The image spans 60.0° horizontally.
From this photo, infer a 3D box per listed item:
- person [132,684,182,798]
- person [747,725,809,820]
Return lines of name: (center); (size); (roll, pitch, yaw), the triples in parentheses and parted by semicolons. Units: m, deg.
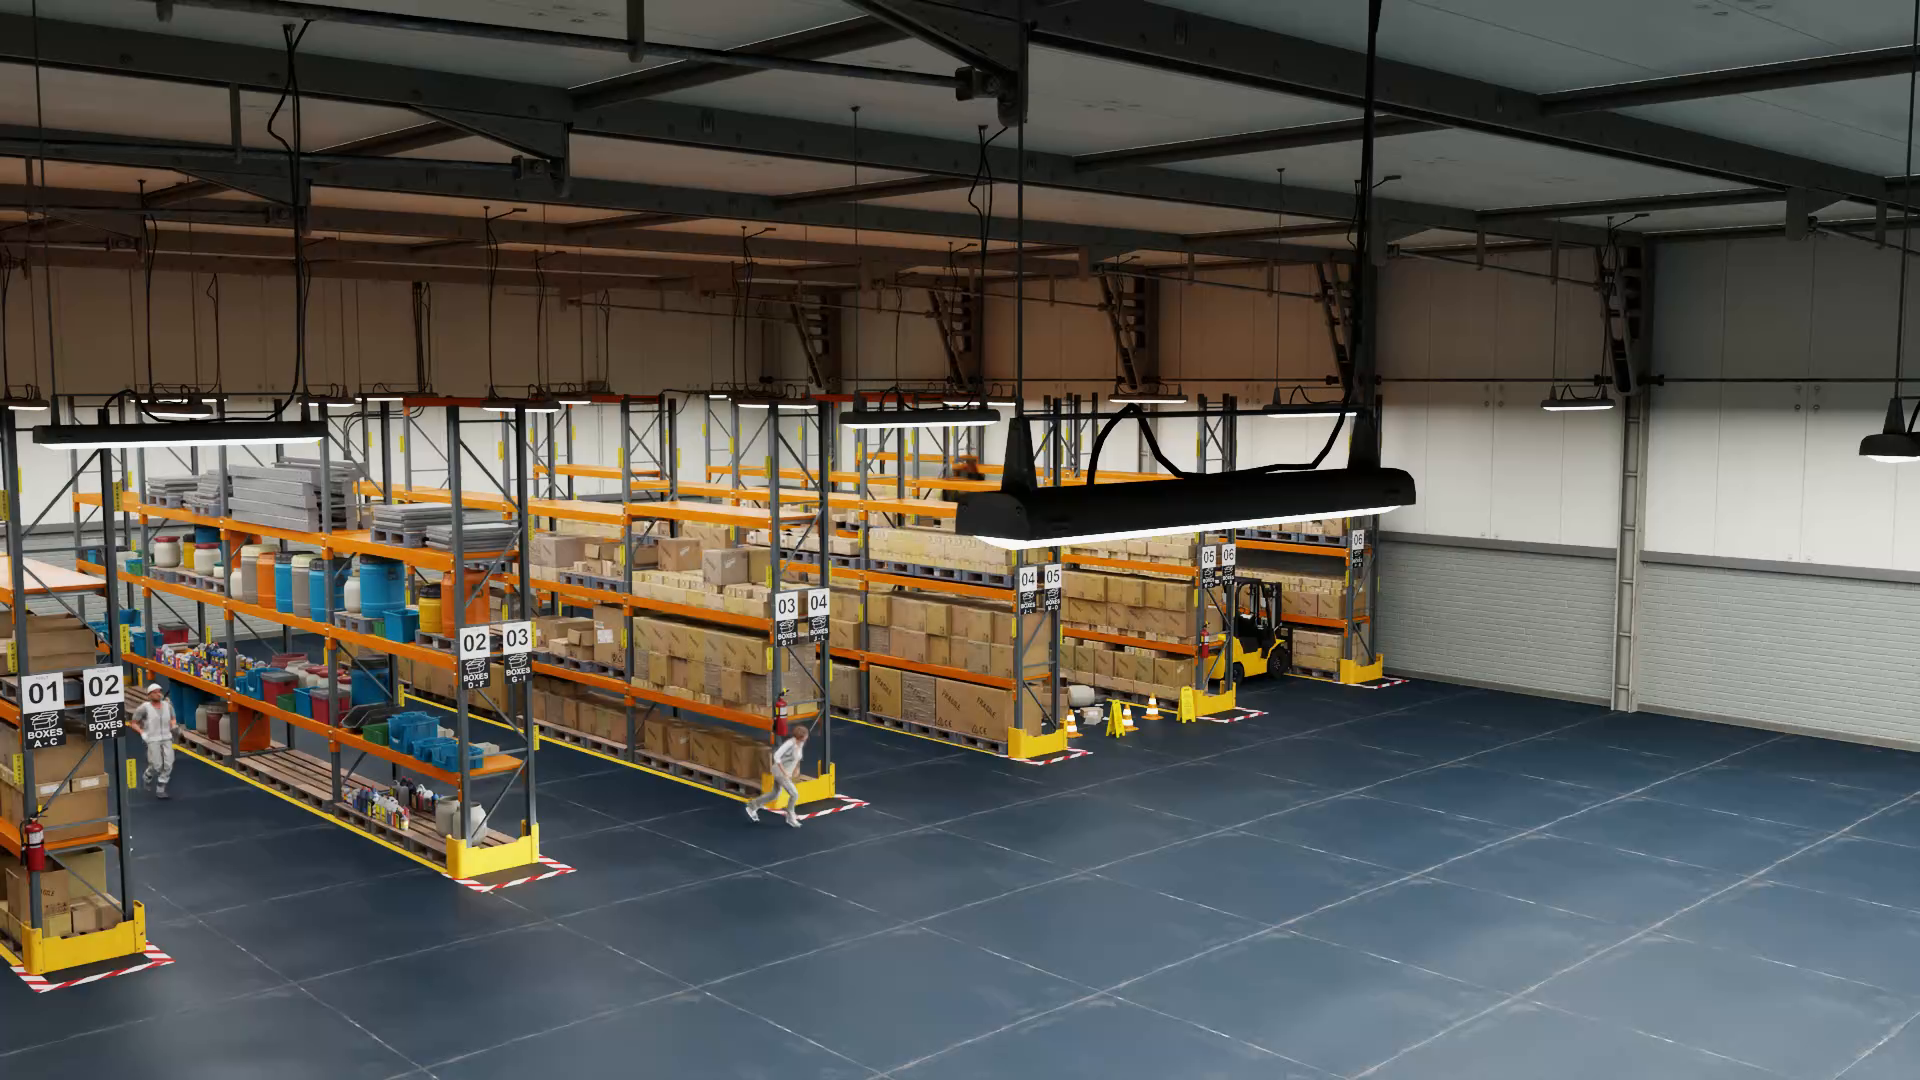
person: (-12.110, 3.036, 25.125); (0.612, 1.738, 0.626); (4, 7, 38)
person: (-2.584, 3.290, 23.585); (0.928, 1.355, 0.513); (2, 6, 17)
